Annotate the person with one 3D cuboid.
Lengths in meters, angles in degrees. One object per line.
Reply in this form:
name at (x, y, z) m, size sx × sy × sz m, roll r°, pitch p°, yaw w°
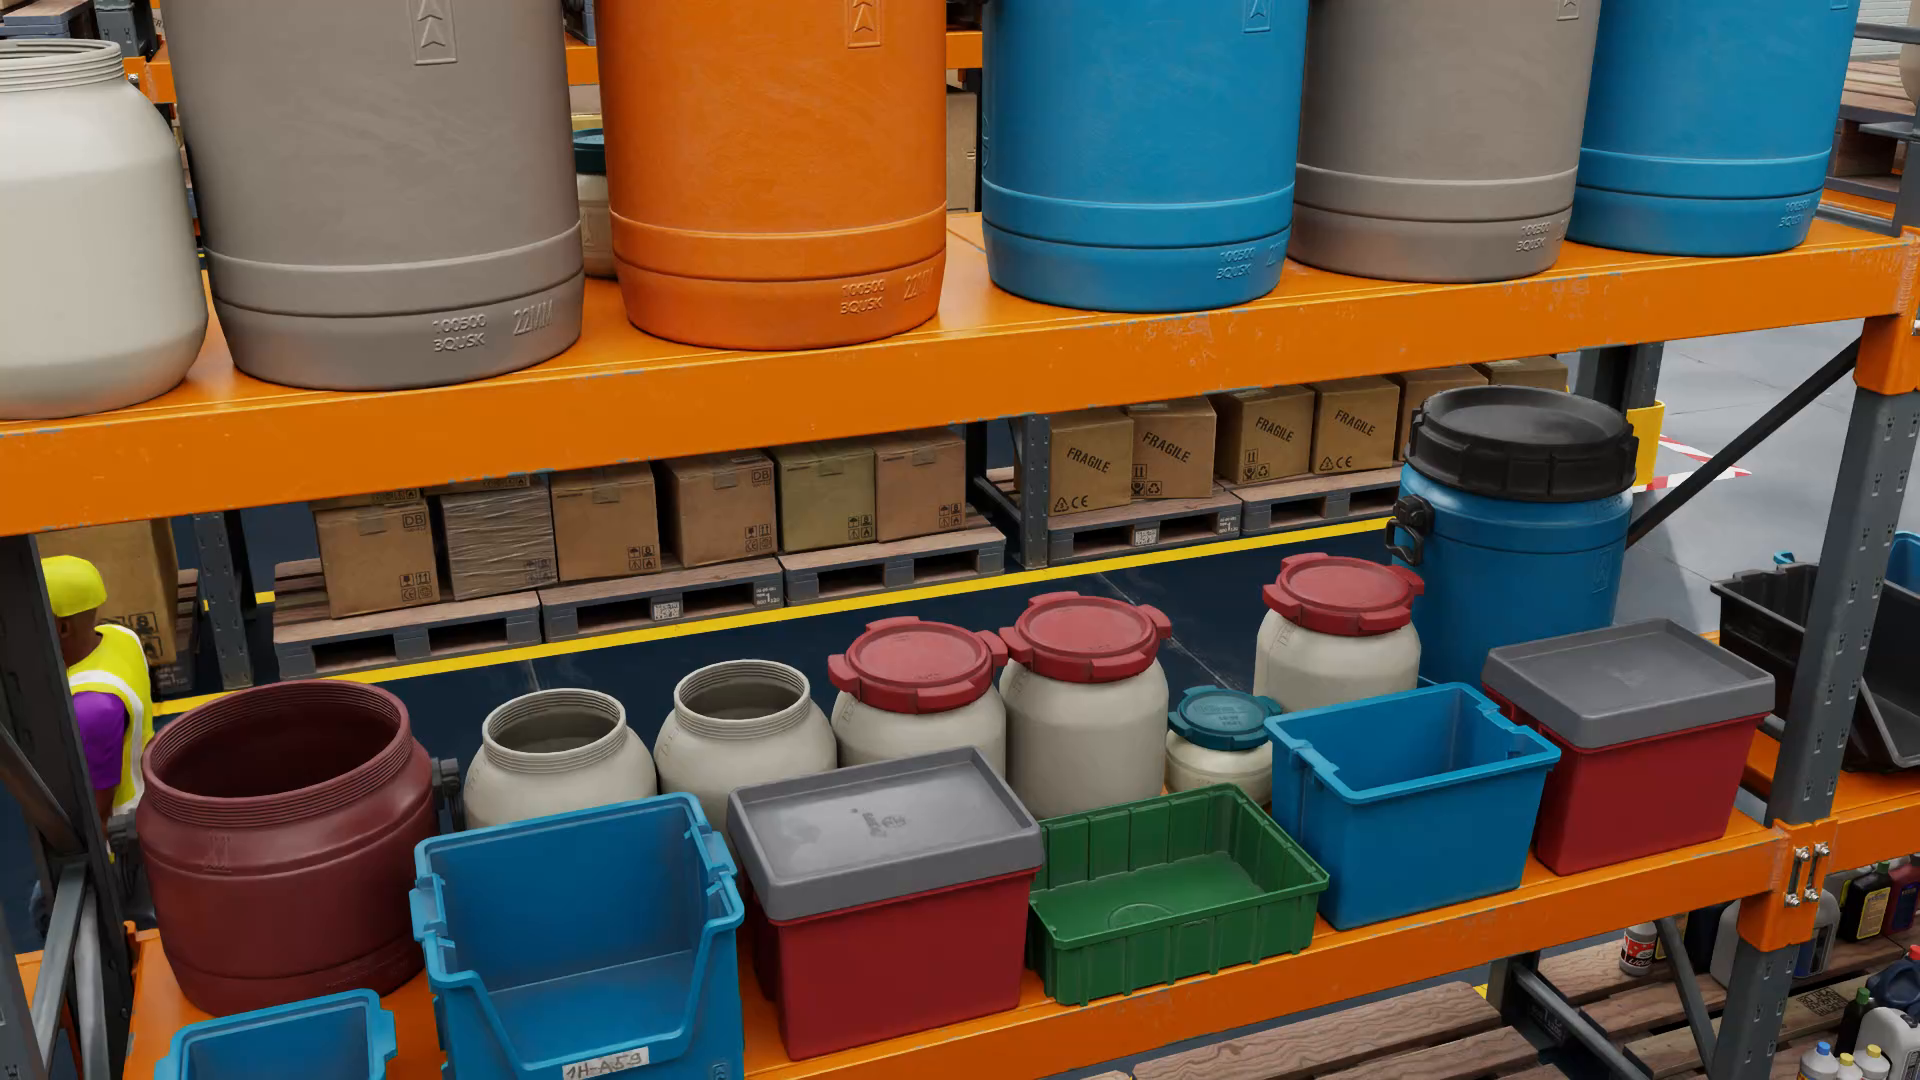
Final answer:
person at (-2.517, 0.878, 4.902) m, size 0.522 × 1.788 × 0.621 m, roll -10°, pitch 24°, yaw -23°
